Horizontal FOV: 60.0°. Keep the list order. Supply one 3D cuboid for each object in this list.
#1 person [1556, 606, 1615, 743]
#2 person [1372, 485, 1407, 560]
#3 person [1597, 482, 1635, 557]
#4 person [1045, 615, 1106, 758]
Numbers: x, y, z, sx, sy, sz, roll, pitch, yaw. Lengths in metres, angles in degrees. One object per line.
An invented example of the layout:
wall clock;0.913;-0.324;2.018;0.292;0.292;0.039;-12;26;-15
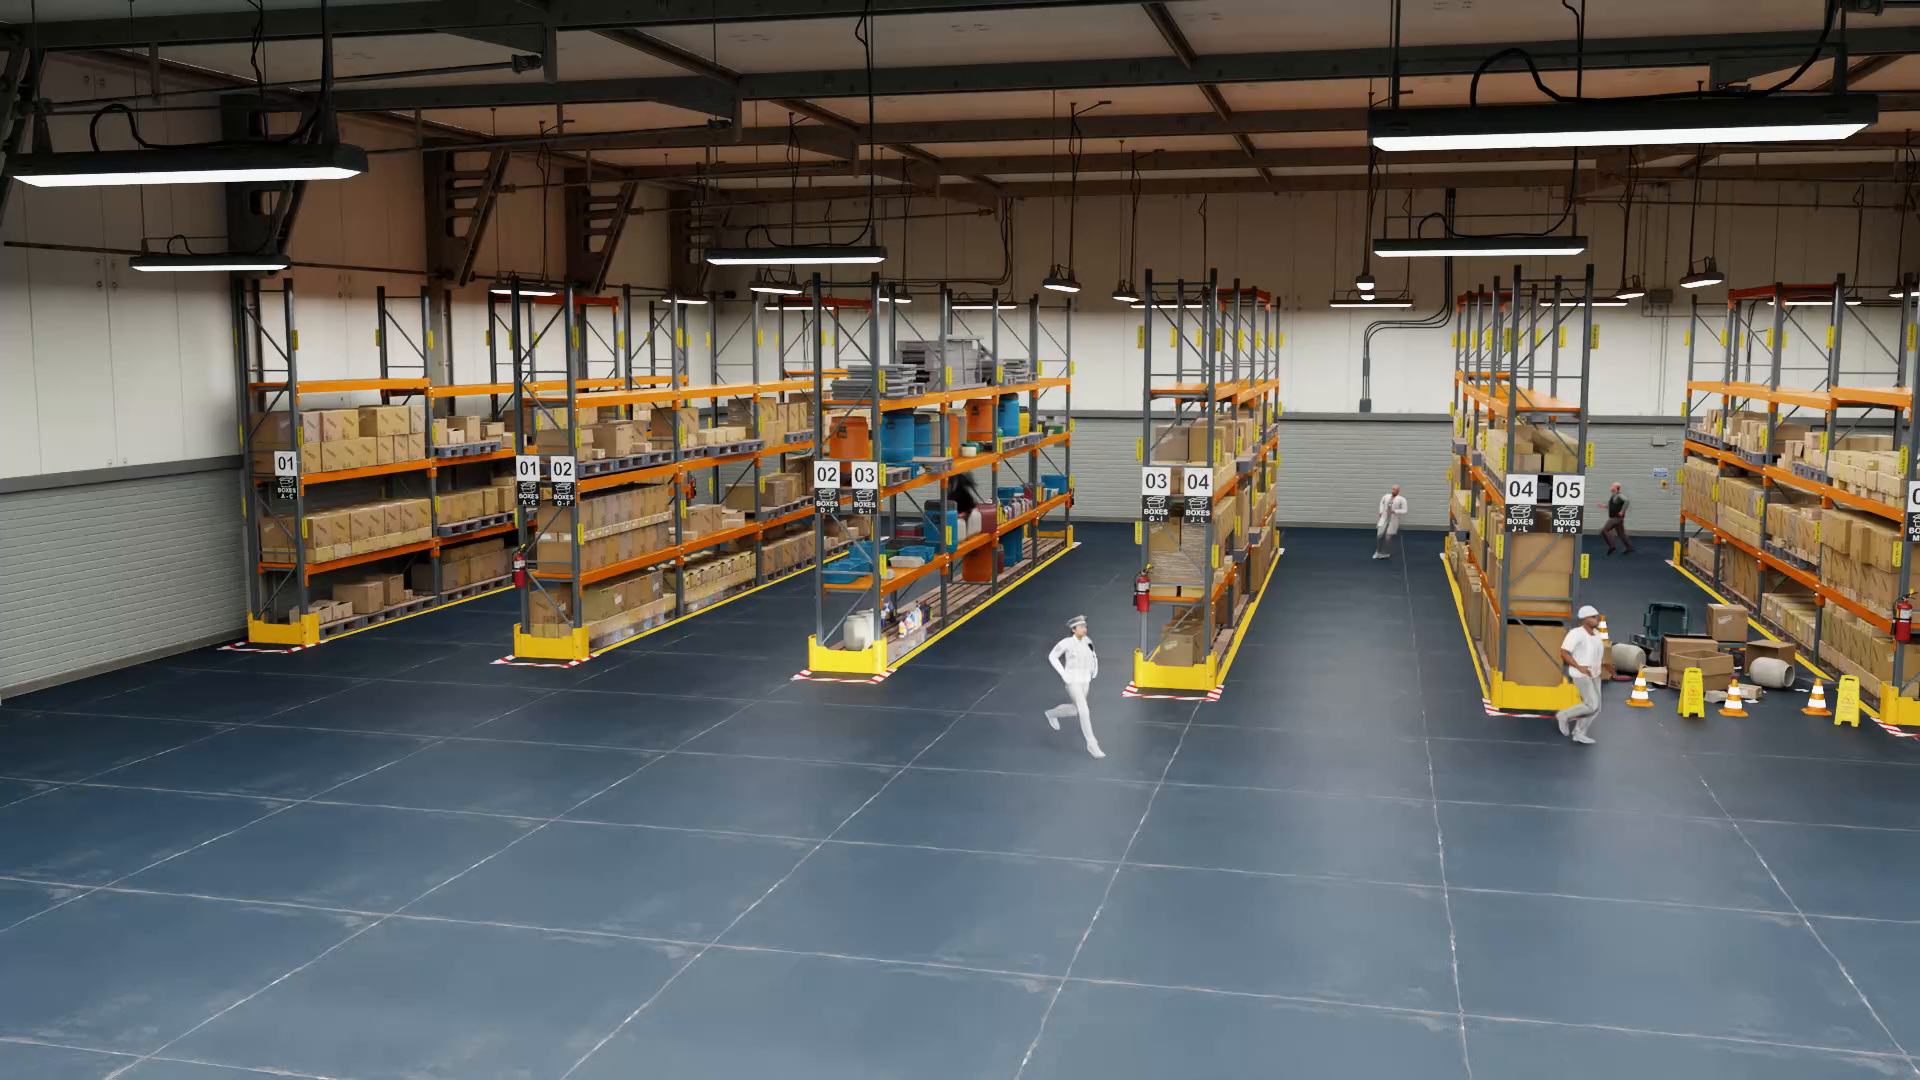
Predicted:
person;7.776;1.671;20.703;0.682;1.721;0.576;-6;9;-39
person;9.854;-0.352;37.970;0.736;1.641;0.711;4;8;29
person;15.241;-0.472;38.589;0.870;1.728;0.661;3;7;20
person;1.418;1.753;20.375;0.586;1.713;1.075;-6;9;-42
